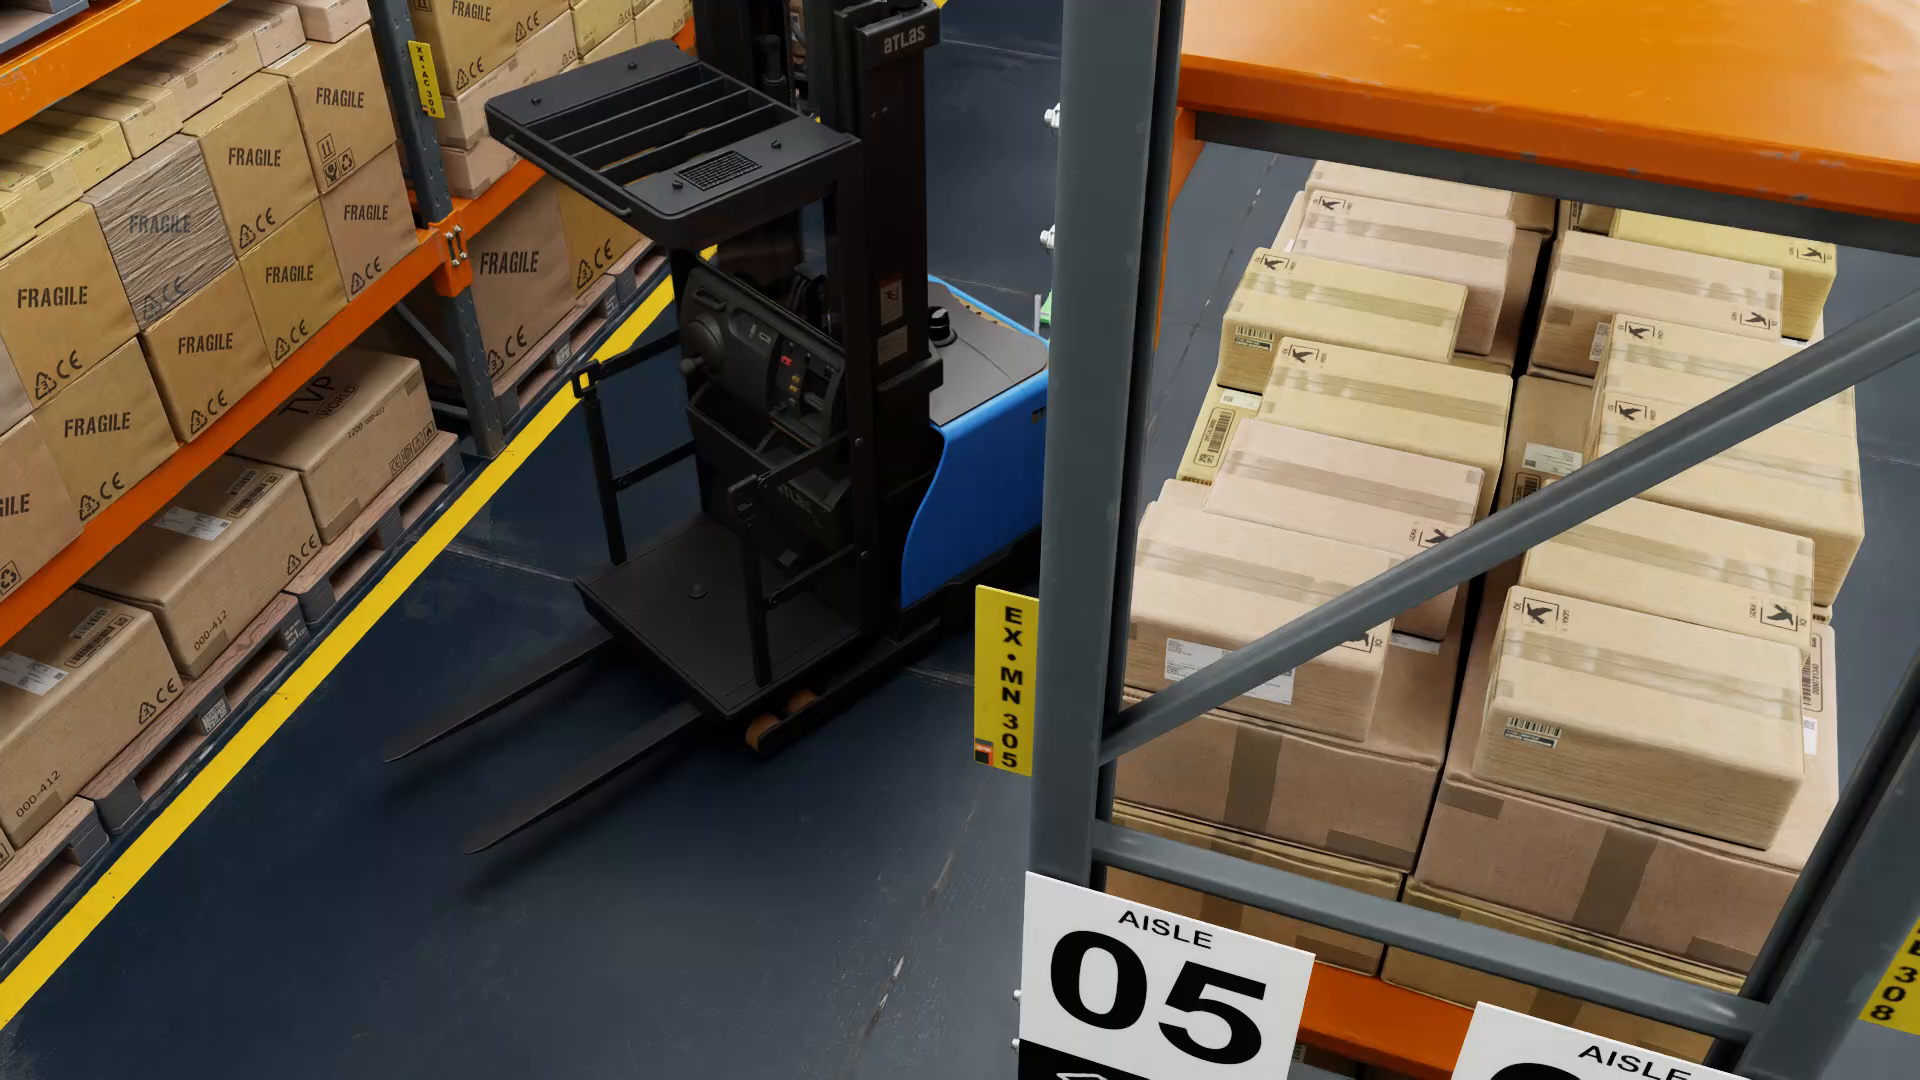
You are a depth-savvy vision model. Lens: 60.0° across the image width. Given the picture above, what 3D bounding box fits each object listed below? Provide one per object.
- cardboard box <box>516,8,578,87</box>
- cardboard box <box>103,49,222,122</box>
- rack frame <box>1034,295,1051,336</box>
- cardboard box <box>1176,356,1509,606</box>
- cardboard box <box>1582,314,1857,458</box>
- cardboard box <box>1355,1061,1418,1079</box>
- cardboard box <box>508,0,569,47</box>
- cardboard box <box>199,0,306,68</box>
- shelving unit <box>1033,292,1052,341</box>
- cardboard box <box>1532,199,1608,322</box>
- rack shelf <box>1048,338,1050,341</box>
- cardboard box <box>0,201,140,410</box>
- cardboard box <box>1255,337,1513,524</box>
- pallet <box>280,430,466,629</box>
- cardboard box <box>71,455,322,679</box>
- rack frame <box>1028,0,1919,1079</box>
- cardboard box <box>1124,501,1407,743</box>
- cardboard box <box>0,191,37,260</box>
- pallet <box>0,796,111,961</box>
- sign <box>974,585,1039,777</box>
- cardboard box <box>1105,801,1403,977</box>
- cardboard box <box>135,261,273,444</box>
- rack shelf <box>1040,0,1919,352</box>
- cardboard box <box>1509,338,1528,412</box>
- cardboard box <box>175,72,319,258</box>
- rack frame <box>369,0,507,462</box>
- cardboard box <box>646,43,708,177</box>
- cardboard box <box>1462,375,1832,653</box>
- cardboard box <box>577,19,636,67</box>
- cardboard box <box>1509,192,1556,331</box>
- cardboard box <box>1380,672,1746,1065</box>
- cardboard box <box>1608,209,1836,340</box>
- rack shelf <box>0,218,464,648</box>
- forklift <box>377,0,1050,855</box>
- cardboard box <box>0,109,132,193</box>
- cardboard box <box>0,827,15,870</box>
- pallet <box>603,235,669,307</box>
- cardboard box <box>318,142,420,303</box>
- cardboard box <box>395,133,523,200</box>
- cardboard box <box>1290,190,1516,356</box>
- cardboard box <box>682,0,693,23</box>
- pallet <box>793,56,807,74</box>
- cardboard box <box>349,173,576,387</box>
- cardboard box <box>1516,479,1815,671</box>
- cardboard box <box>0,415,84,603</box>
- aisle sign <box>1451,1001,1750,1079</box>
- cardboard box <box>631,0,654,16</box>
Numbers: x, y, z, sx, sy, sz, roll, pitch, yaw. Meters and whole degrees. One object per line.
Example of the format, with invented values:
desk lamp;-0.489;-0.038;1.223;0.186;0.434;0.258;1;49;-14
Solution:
cardboard box;-2.169;-2.335;7.860;0.500;0.250;0.500;14;42;16
cardboard box;-2.899;-1.634;5.960;0.380;0.149;0.250;13;42;15
rack frame;0.436;-0.558;7.433;0.240;1.200;0.015;13;42;15
cardboard box;0.674;-0.119;2.952;0.500;0.250;0.500;12;42;14
cardboard box;1.256;-0.217;2.759;0.380;0.149;0.250;14;42;16
cardboard box;0.985;1.058;3.076;0.500;0.500;0.500;13;42;15
cardboard box;-2.168;-2.611;7.606;0.500;0.500;0.500;13;42;15
cardboard box;-2.735;-1.942;6.322;0.380;0.149;0.250;14;43;16
shelving unit;0.519;-0.706;7.607;0.258;1.200;0.503;13;42;15
cardboard box;1.509;-0.613;3.530;0.500;0.250;0.500;12;42;13
rack shelf;0.519;-0.840;7.493;0.258;0.148;0.480;13;42;15
cardboard box;-3.164;-0.817;5.503;0.500;0.500;0.500;13;42;15
cardboard box;0.683;-0.175;2.709;0.380;0.149;0.250;12;42;14
pallet;-3.070;-0.165;7.734;1.003;0.211;1.213;13;42;15
cardboard box;-3.358;0.048;6.987;0.875;0.438;0.875;12;42;14
rack frame;0.582;-0.478;1.330;1.000;3.000;0.127;13;42;15
cardboard box;0.419;0.111;2.375;0.380;0.149;0.250;13;42;15
cardboard box;-3.153;-0.989;5.205;0.380;0.149;0.250;12;42;14
pallet;-3.904;1.323;5.990;1.003;0.211;1.213;13;42;15
sign;0.067;0.191;2.175;0.100;0.325;0.005;13;42;15
cardboard box;0.489;0.384;2.746;0.500;0.250;0.500;12;42;14
cardboard box;-2.984;-0.746;6.189;0.500;0.500;0.500;13;42;14
rack shelf;1.266;-1.422;2.994;1.077;0.370;4.000;13;42;15
cardboard box;1.324;-0.134;3.354;0.500;0.250;0.500;12;42;14
cardboard box;-2.820;-1.434;6.226;0.500;0.500;0.500;13;42;14
rack frame;-2.737;-1.672;7.352;1.000;3.000;0.127;13;42;15
cardboard box;-1.992;-2.517;9.656;0.875;0.875;0.875;14;42;16
cardboard box;1.154;0.002;2.810;0.500;0.250;0.500;13;42;15
cardboard box;-1.972;-2.450;8.379;0.500;0.250;0.500;13;42;15
cardboard box;1.035;-0.736;3.675;0.500;0.250;0.500;12;42;13
cardboard box;0.976;0.504;2.607;0.500;0.250;0.500;15;43;17
cardboard box;1.424;-0.538;3.135;0.380;0.149;0.250;15;43;16
rack shelf;-3.420;-0.179;6.156;1.077;0.370;4.000;13;42;15
forklift;-0.912;-0.635;6.190;3.031;2.935;1.130;-31;49;-31
cardboard box;-3.039;-1.313;5.584;0.380;0.149;0.250;12;42;14
cardboard box;-3.973;1.158;5.686;0.875;0.438;0.875;12;42;14
pallet;-2.128;-1.845;9.704;1.003;0.211;1.213;13;42;15
cardboard box;-2.655;-1.370;6.922;0.500;0.500;0.500;14;42;15
cardboard box;-2.338;-1.825;7.647;0.500;0.250;0.500;12;42;14
cardboard box;0.815;-0.501;3.092;0.380;0.149;0.250;12;42;14
cardboard box;-1.645;-3.070;9.106;0.500;0.250;0.500;13;42;15
pallet;-1.100;-3.527;11.675;1.003;0.211;1.213;13;42;15
cardboard box;-2.600;-1.419;8.370;0.875;0.875;0.875;15;43;16
cardboard box;1.010;0.080;2.411;0.380;0.149;0.250;15;43;17
cardboard box;-3.333;-0.120;5.457;0.500;0.500;0.500;13;42;15
aisle sign;0.839;0.927;2.303;0.394;0.787;0.004;13;42;15
cardboard box;-1.801;-2.946;8.576;0.500;0.250;0.500;12;42;14
